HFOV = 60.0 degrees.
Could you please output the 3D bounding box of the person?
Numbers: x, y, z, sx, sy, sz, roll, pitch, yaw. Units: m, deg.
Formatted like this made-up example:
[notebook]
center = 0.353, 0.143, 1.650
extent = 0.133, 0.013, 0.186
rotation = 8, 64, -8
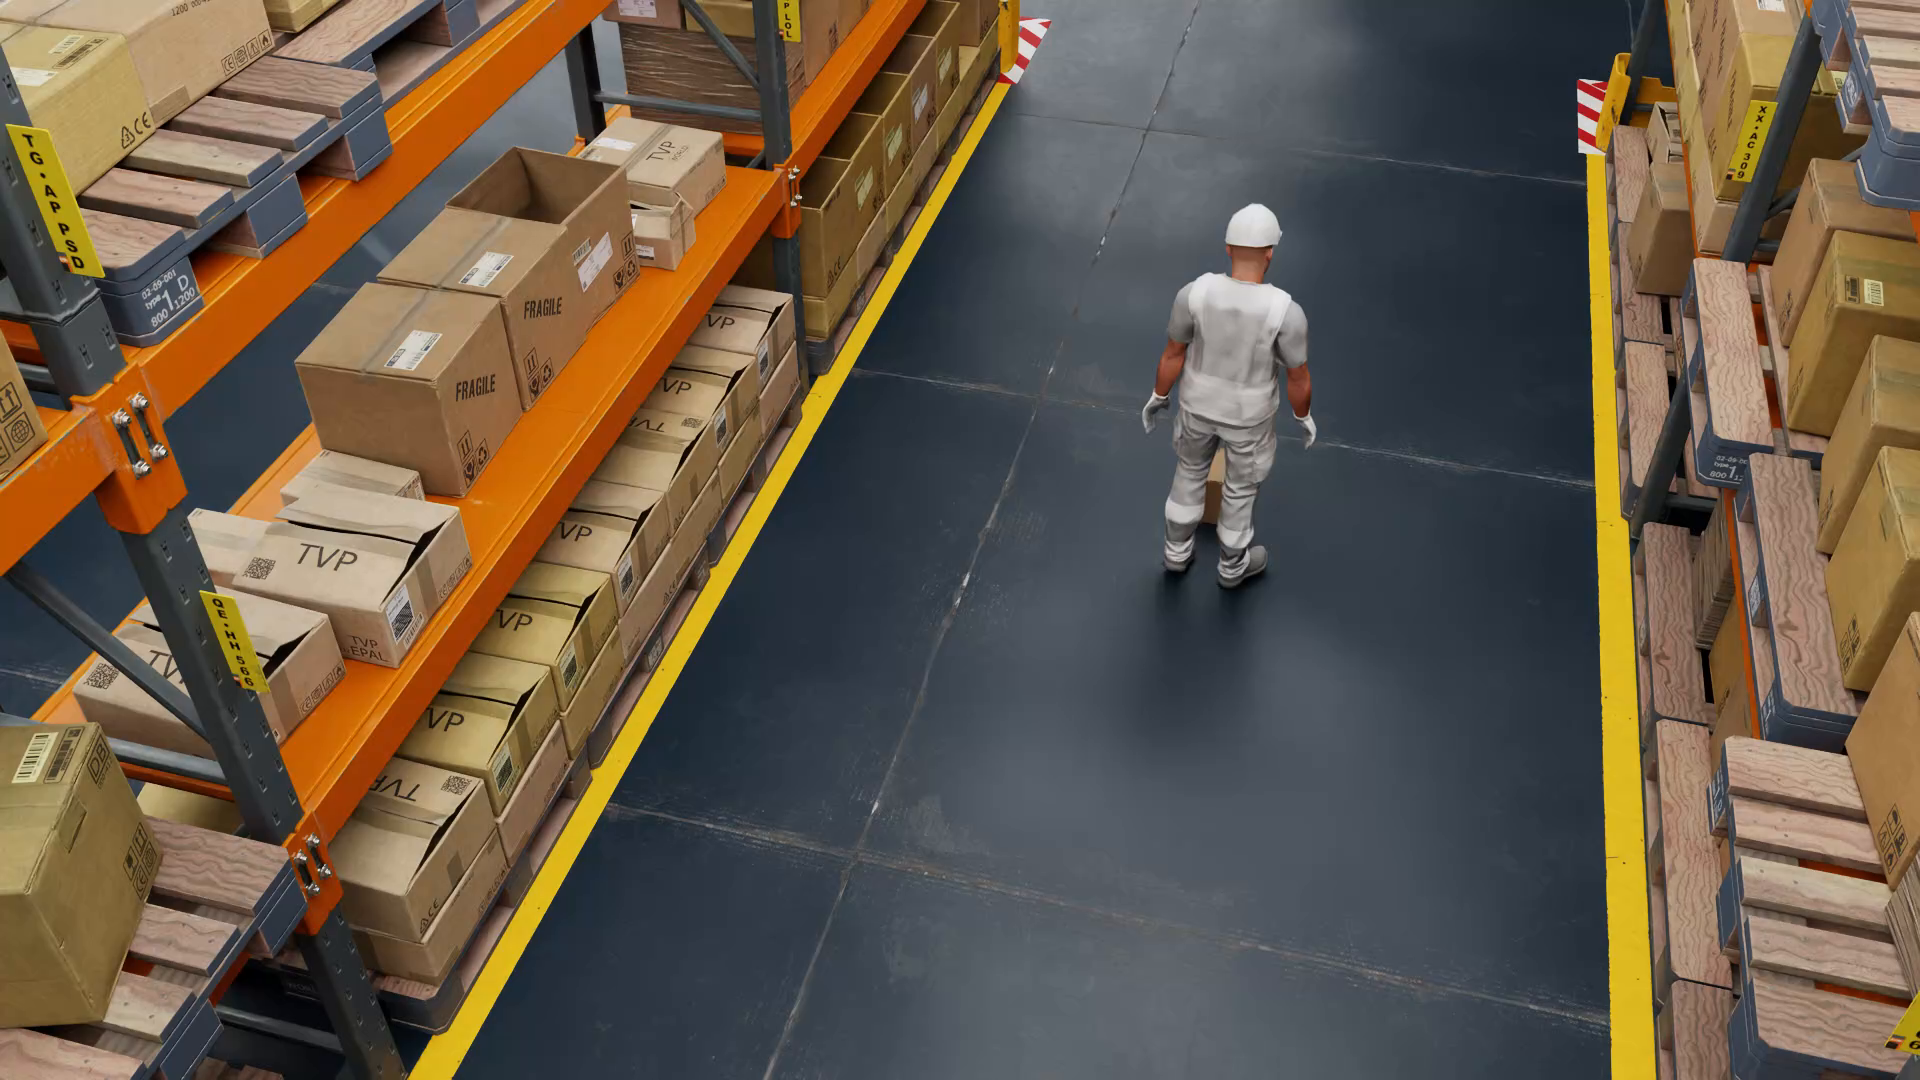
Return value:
[person]
center = 1.112, -0.533, 6.752
extent = 0.681, 1.819, 0.397
rotation = 18, 44, 19
